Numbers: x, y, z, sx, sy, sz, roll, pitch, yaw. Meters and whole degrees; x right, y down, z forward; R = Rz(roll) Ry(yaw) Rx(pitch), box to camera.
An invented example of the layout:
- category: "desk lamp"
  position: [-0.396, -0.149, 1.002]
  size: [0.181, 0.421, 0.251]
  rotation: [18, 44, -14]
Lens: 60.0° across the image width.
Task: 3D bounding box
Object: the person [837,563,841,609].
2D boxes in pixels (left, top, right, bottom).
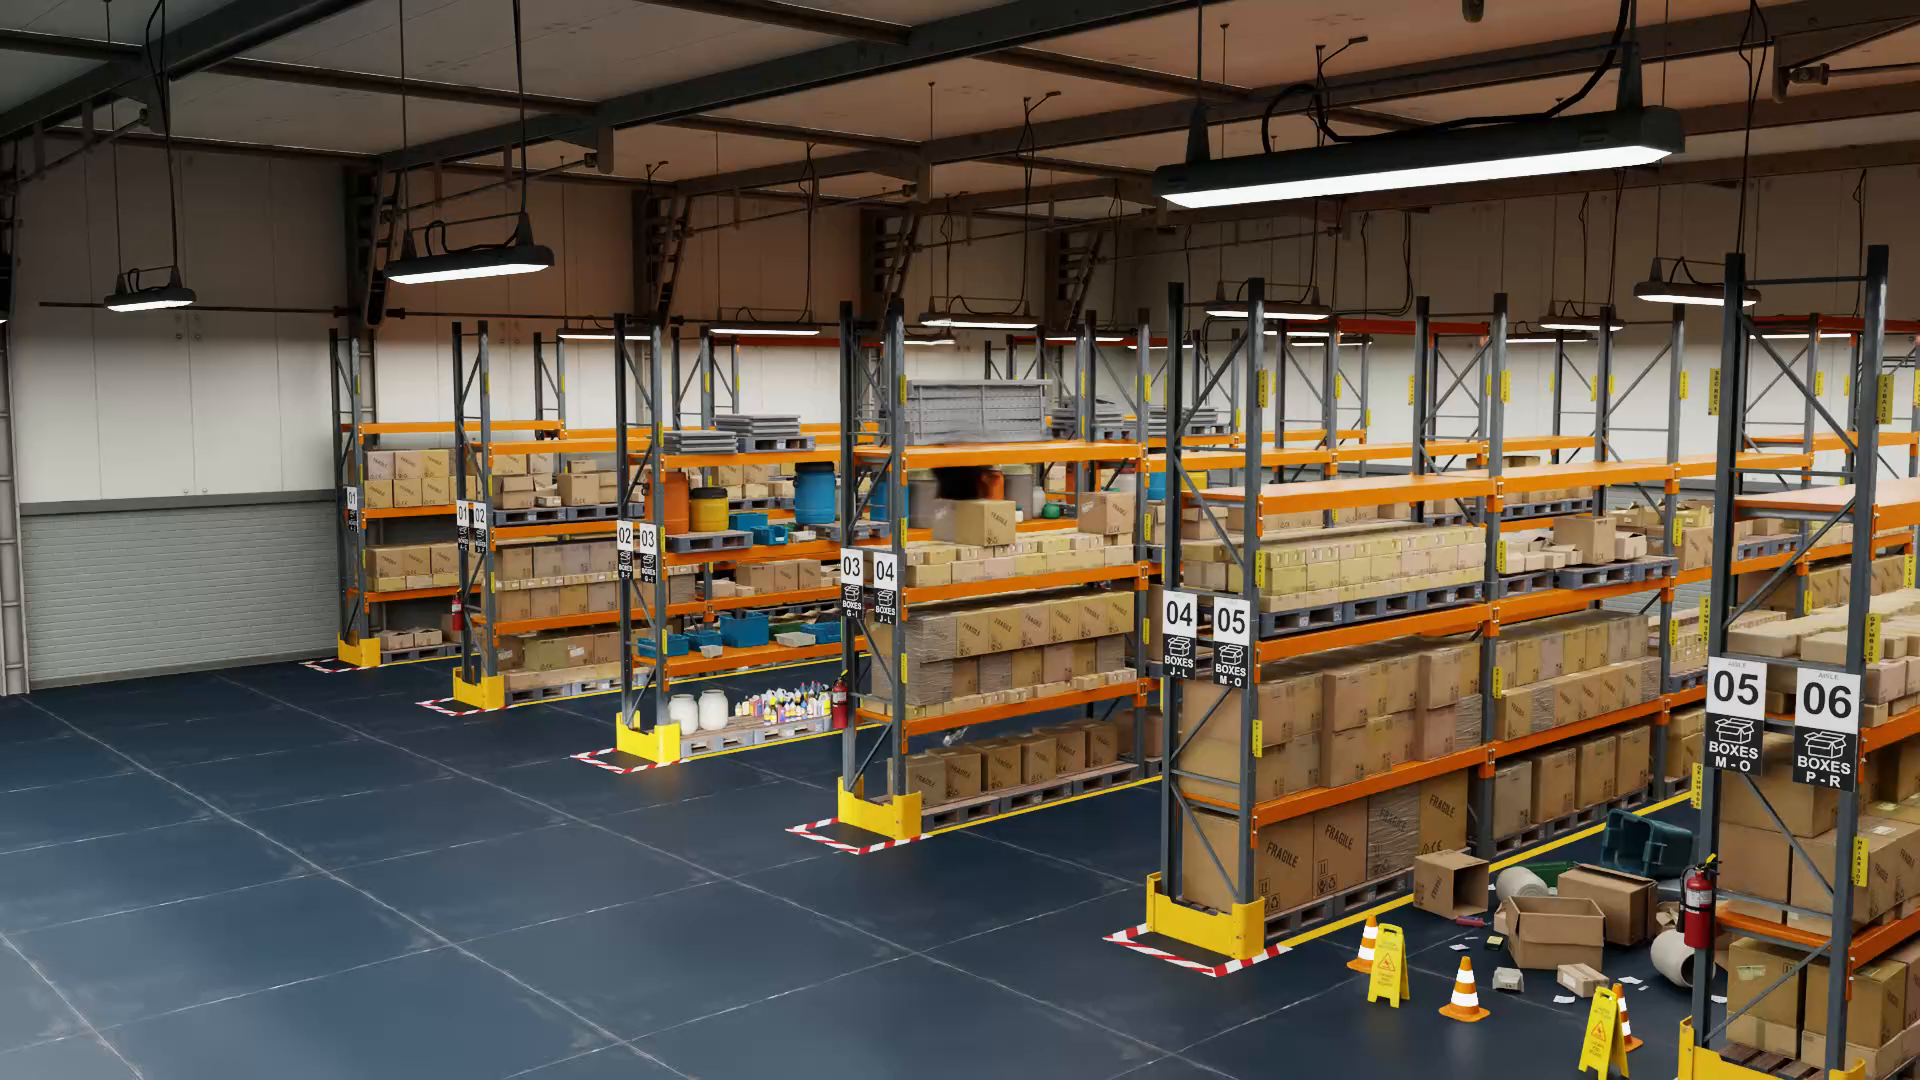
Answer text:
- category: "person"
  position: [-2.284, 0.997, 34.030]
  size: [0.710, 1.664, 0.623]
  rotation: [-5, 8, -41]

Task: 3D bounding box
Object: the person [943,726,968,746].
- category: "person"
  position: [-0.087, 1.996, 22.447]
  size: [0.565, 1.498, 0.775]
  rotation: [3, 6, 29]

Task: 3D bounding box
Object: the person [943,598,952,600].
- category: "person"
  position: [-0.133, 1.364, 29.494]
  size: [0.890, 1.796, 0.640]
  rotation: [-6, 8, -45]
